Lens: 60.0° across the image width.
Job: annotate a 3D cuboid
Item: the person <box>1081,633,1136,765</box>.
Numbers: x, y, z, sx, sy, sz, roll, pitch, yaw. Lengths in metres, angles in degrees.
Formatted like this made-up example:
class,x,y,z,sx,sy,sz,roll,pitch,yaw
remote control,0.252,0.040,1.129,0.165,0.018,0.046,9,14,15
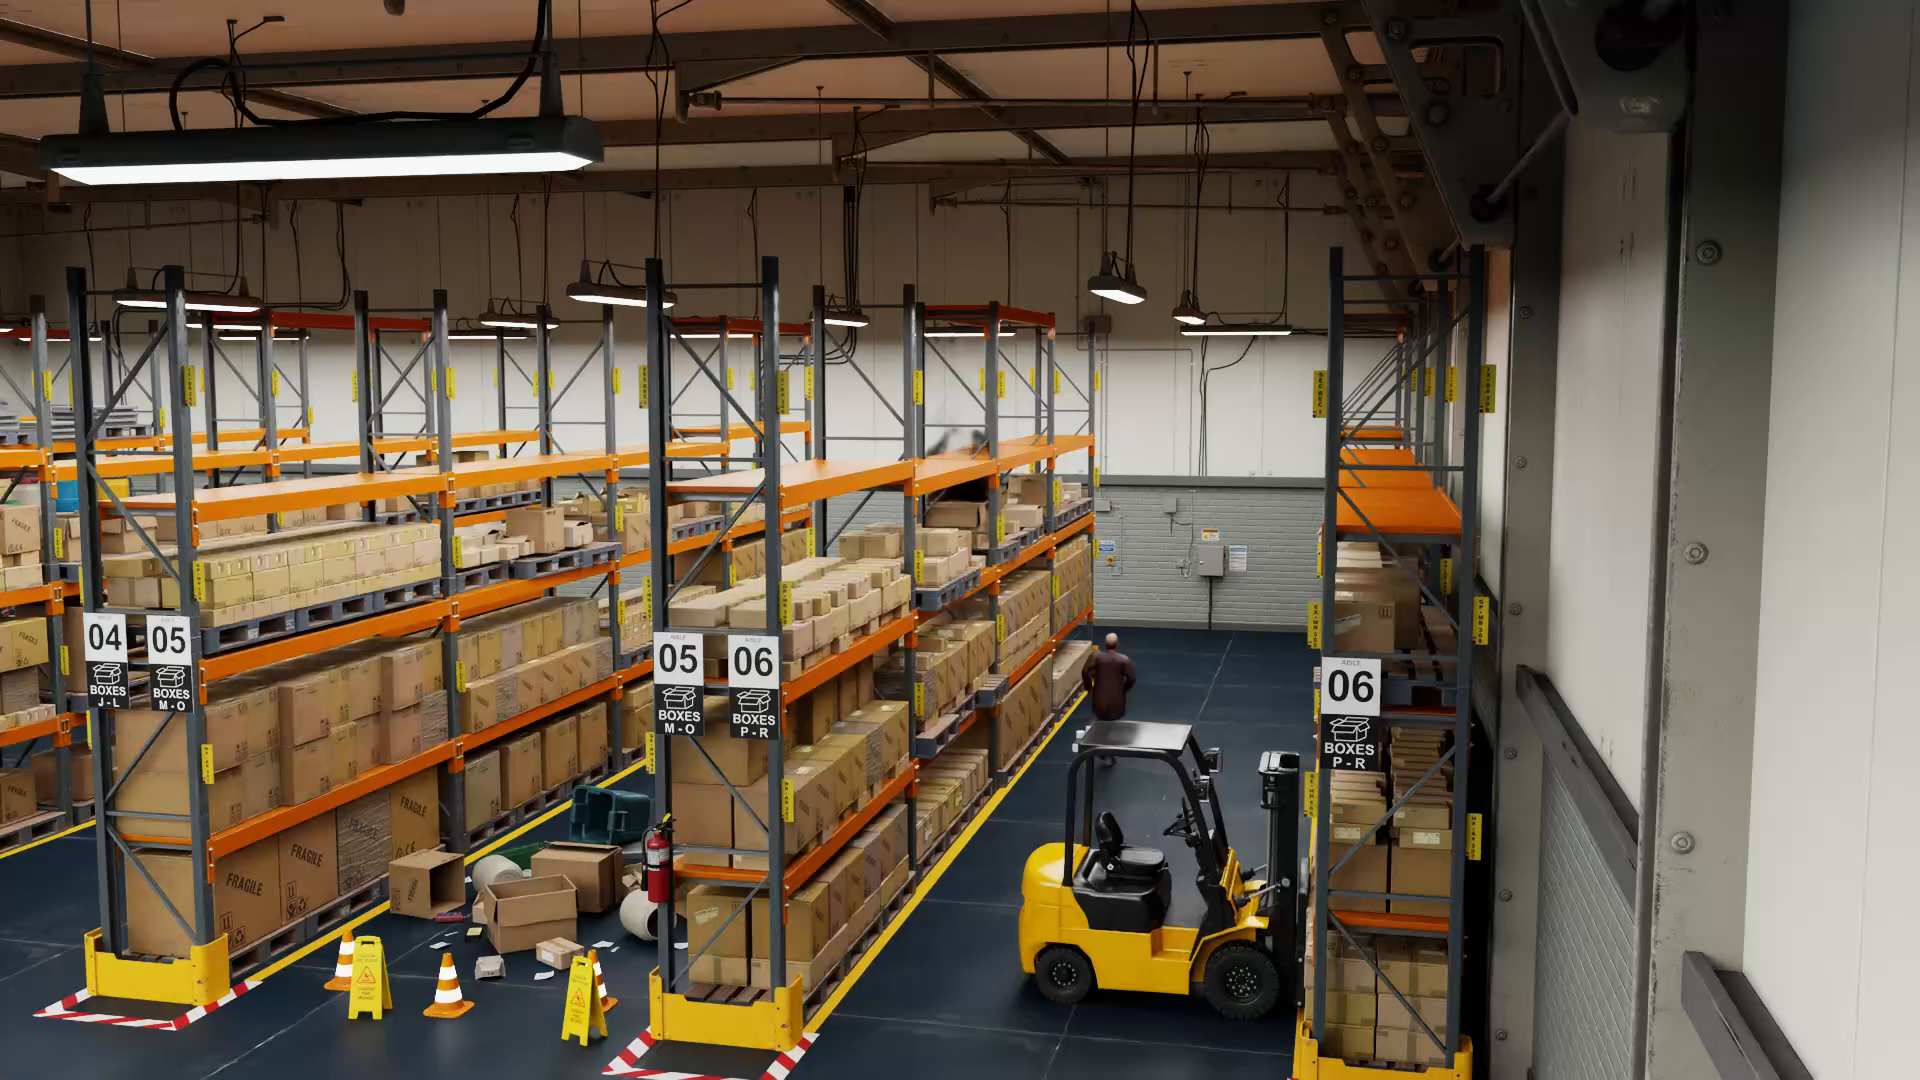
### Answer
class,x,y,z,sx,sy,sz,roll,pitch,yaw
person,1.968,2.084,21.917,0.707,1.729,0.552,1,6,12
